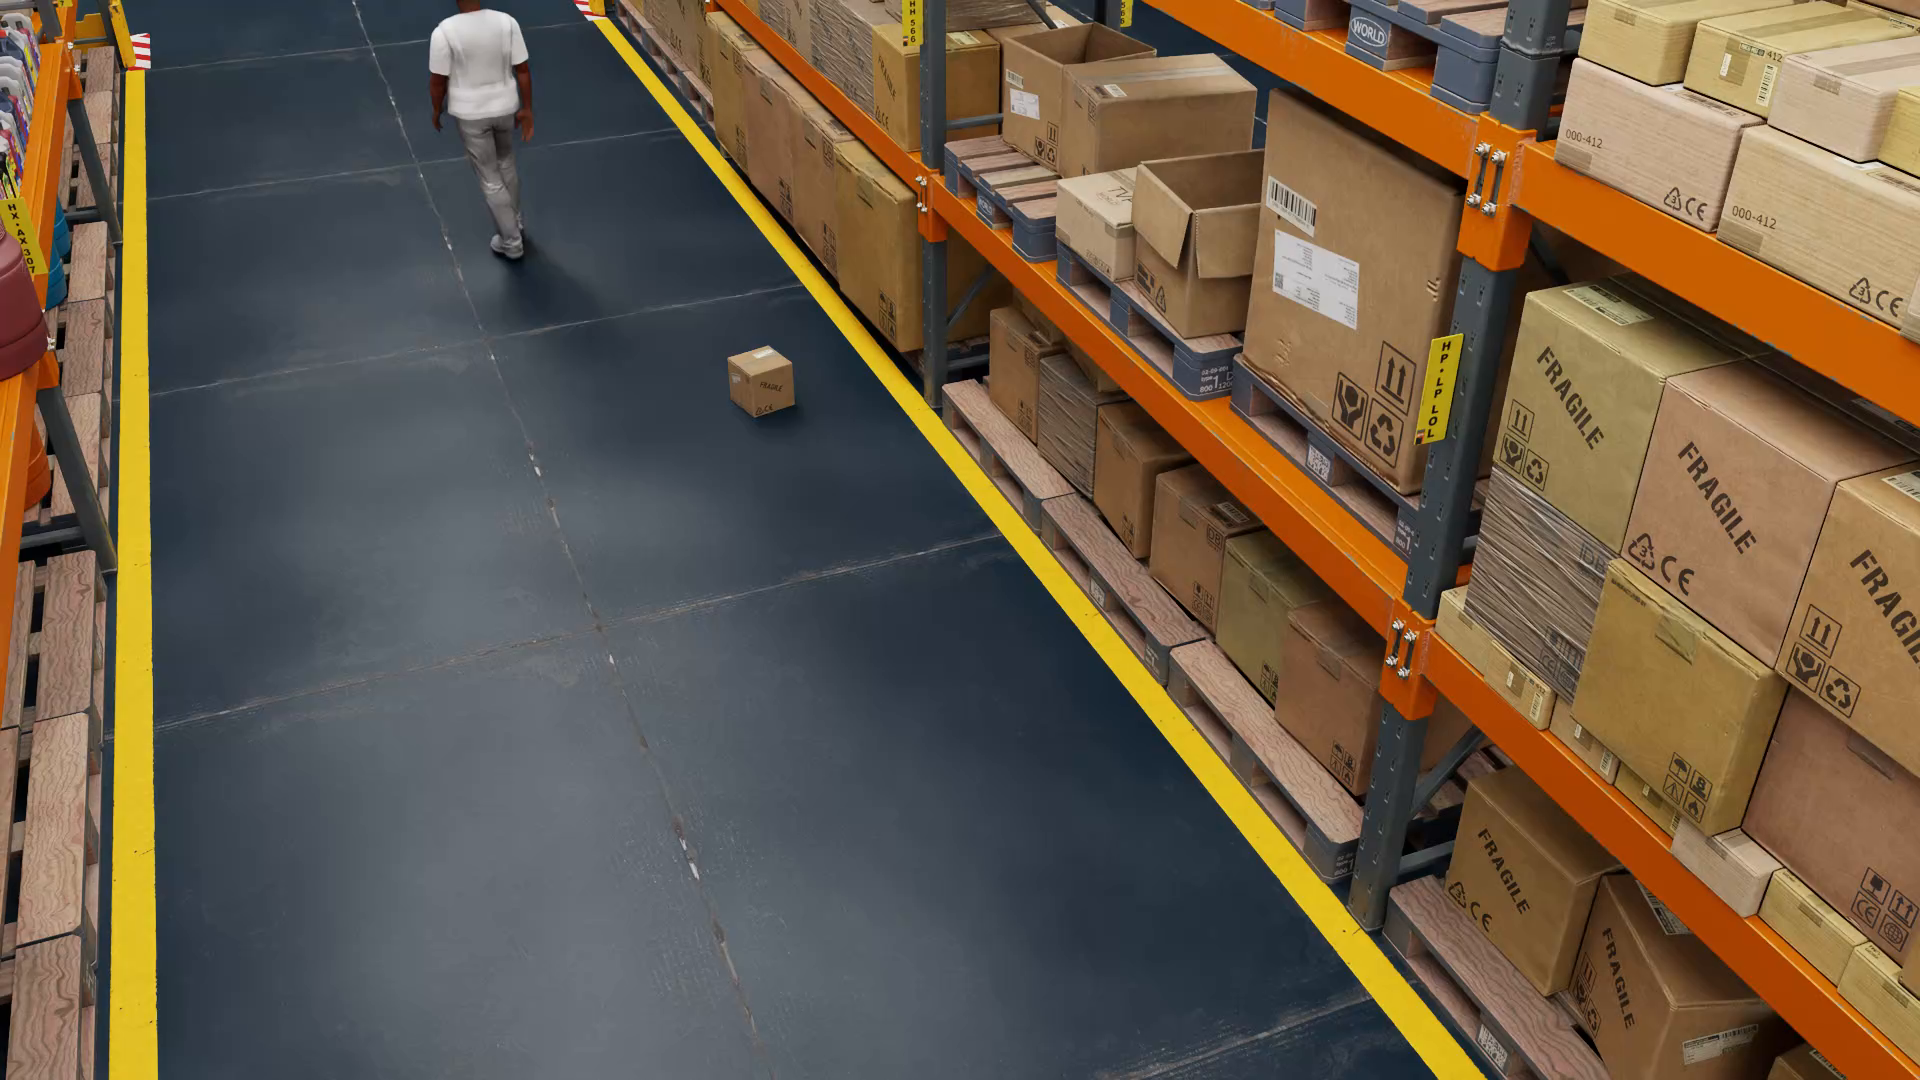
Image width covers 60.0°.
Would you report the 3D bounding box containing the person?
[{"bbox_3d":[-2.899,-2.575,10.067,0.567,1.829,0.617,-22,39,-30],"label":"person"}]
